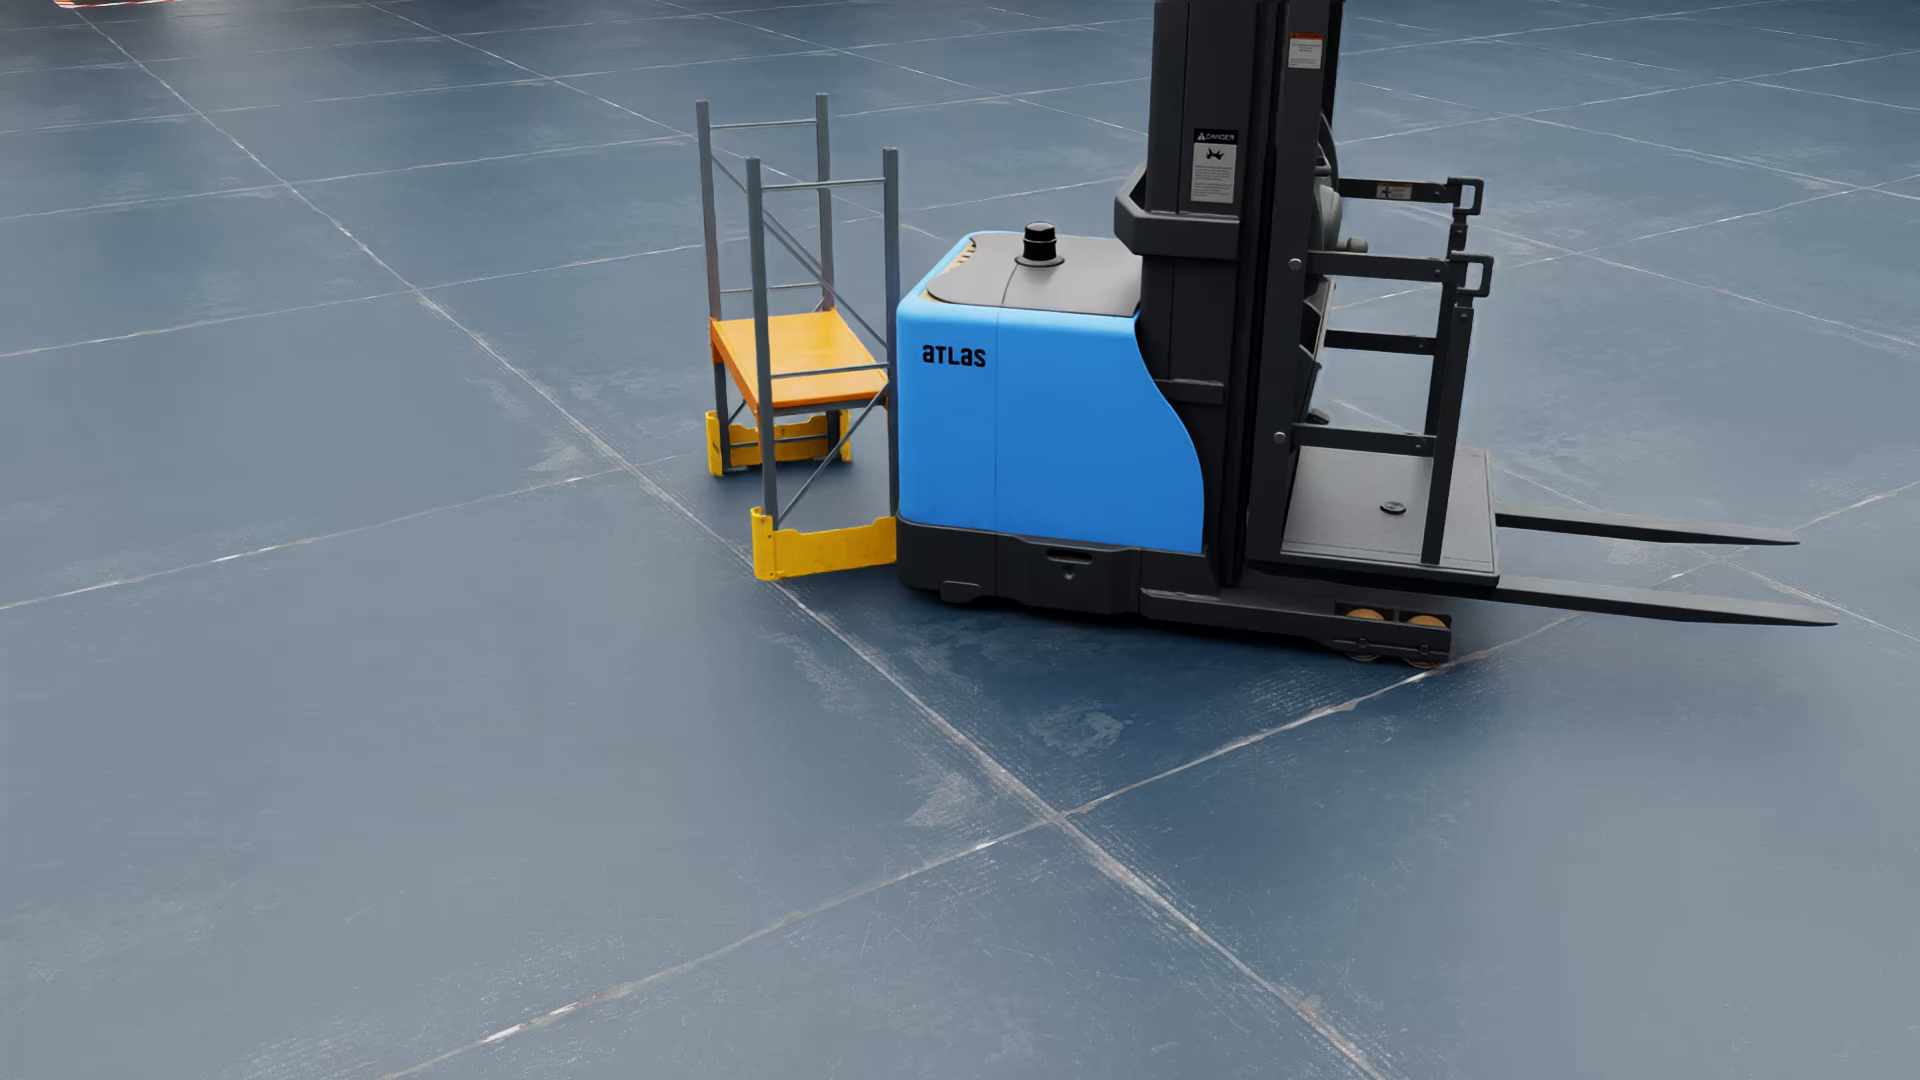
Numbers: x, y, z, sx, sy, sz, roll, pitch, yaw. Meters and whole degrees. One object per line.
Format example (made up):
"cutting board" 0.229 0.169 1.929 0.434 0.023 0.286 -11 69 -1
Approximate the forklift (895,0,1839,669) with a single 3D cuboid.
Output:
"forklift" 1.353 -1.162 5.278 3.031 2.935 1.130 6 26 13

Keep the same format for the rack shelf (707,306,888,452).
"rack shelf" -0.597 -0.623 6.234 0.538 0.185 1.000 -7 26 -15

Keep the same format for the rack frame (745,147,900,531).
"rack frame" -0.448 -0.578 5.717 0.500 1.500 0.032 -7 26 -15

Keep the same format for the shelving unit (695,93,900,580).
"shelving unit" -0.600 -0.789 6.165 0.587 1.500 1.083 -7 26 -15

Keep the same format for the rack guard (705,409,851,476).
"rack guard" -0.746 -0.427 6.862 0.587 0.250 0.087 -7 26 -15

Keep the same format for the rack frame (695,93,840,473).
"rack frame" -0.747 -0.993 6.596 0.500 1.500 0.032 -7 26 -15

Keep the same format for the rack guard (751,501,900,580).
"rack guard" -0.453 -0.021 6.001 0.587 0.250 0.087 -7 26 -15
